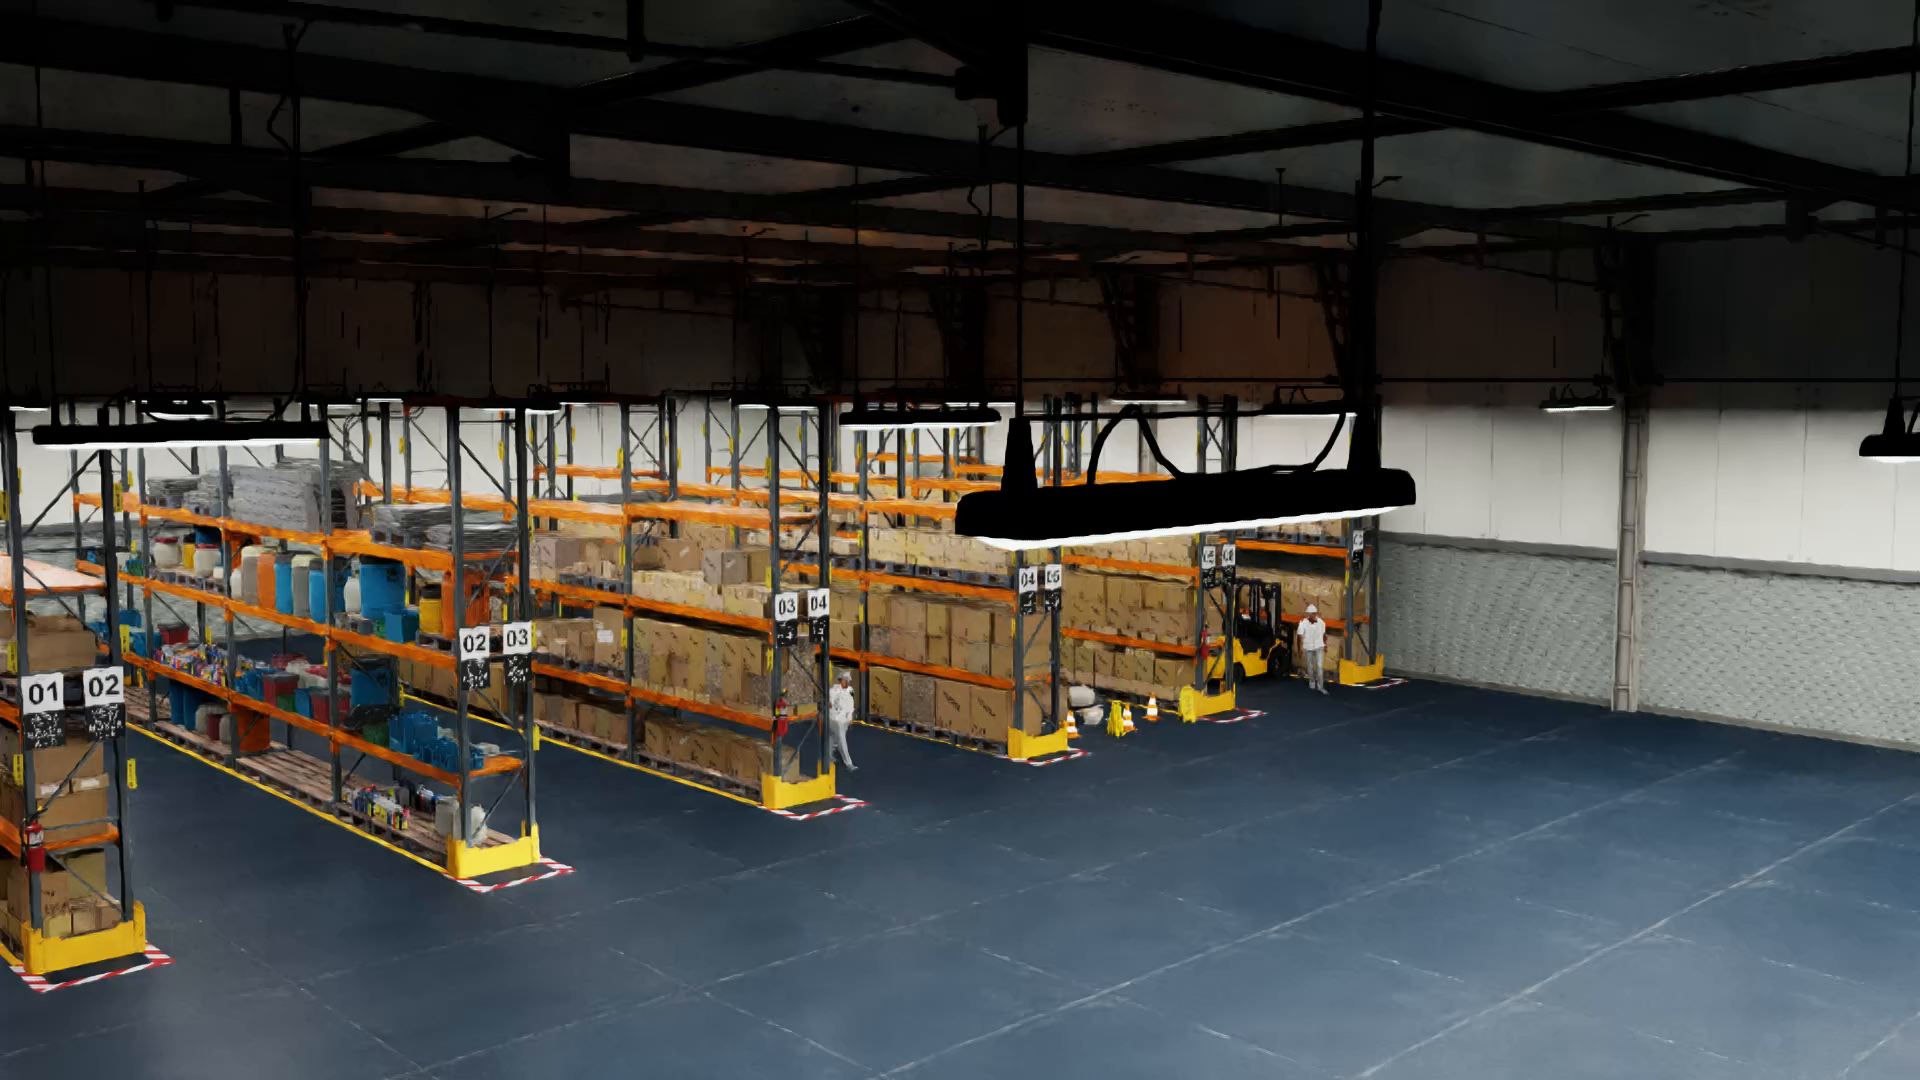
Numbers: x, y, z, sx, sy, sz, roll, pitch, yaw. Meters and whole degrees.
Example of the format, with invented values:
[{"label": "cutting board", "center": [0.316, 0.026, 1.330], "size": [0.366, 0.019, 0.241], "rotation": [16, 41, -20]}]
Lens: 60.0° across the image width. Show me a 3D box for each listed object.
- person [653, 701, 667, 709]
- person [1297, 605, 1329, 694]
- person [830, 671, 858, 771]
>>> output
[{"label": "person", "center": [-6.066, 2.442, 31.886], "size": [0.456, 1.589, 1.088], "rotation": [-5, 7, -40]}, {"label": "person", "center": [7.174, 2.197, 33.798], "size": [0.645, 1.785, 0.528], "rotation": [1, 6, 9]}, {"label": "person", "center": [-1.911, 2.905, 27.110], "size": [1.072, 1.579, 0.482], "rotation": [5, 8, 45]}]
